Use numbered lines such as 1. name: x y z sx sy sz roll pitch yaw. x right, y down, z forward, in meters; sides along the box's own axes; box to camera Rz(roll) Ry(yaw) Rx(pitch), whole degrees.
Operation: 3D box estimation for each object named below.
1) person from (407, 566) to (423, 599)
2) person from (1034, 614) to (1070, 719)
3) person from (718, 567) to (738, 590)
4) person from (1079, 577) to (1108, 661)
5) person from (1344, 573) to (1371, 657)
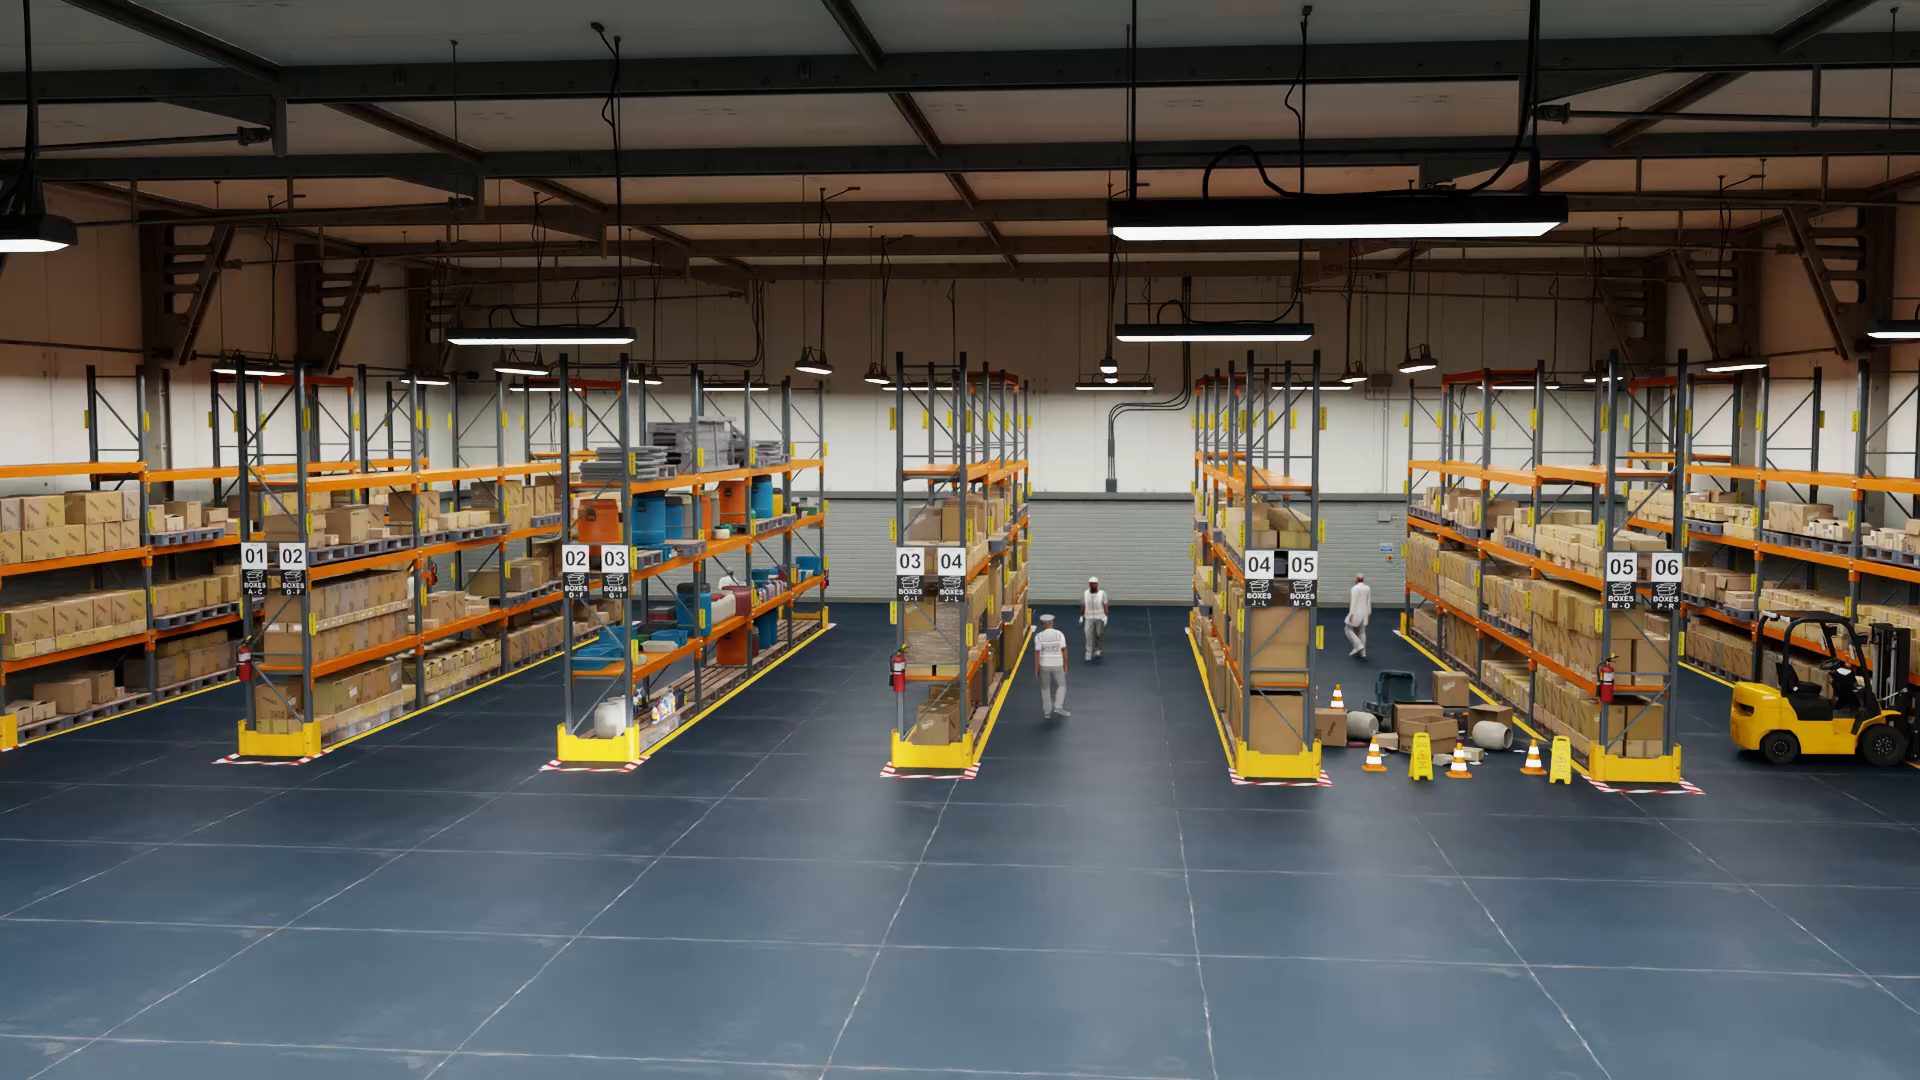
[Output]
1. person: -12.283 1.461 37.428 0.451 1.768 0.614 -4 5 -41
2. person: 1.548 2.144 28.004 0.599 1.745 0.538 0 4 -1
3. person: -5.329 1.465 38.351 0.535 1.710 0.440 0 4 6
4. person: 2.798 1.636 34.895 0.615 1.721 1.064 1 4 8
5. person: 8.522 1.595 35.427 0.638 1.779 0.539 -3 5 -33
